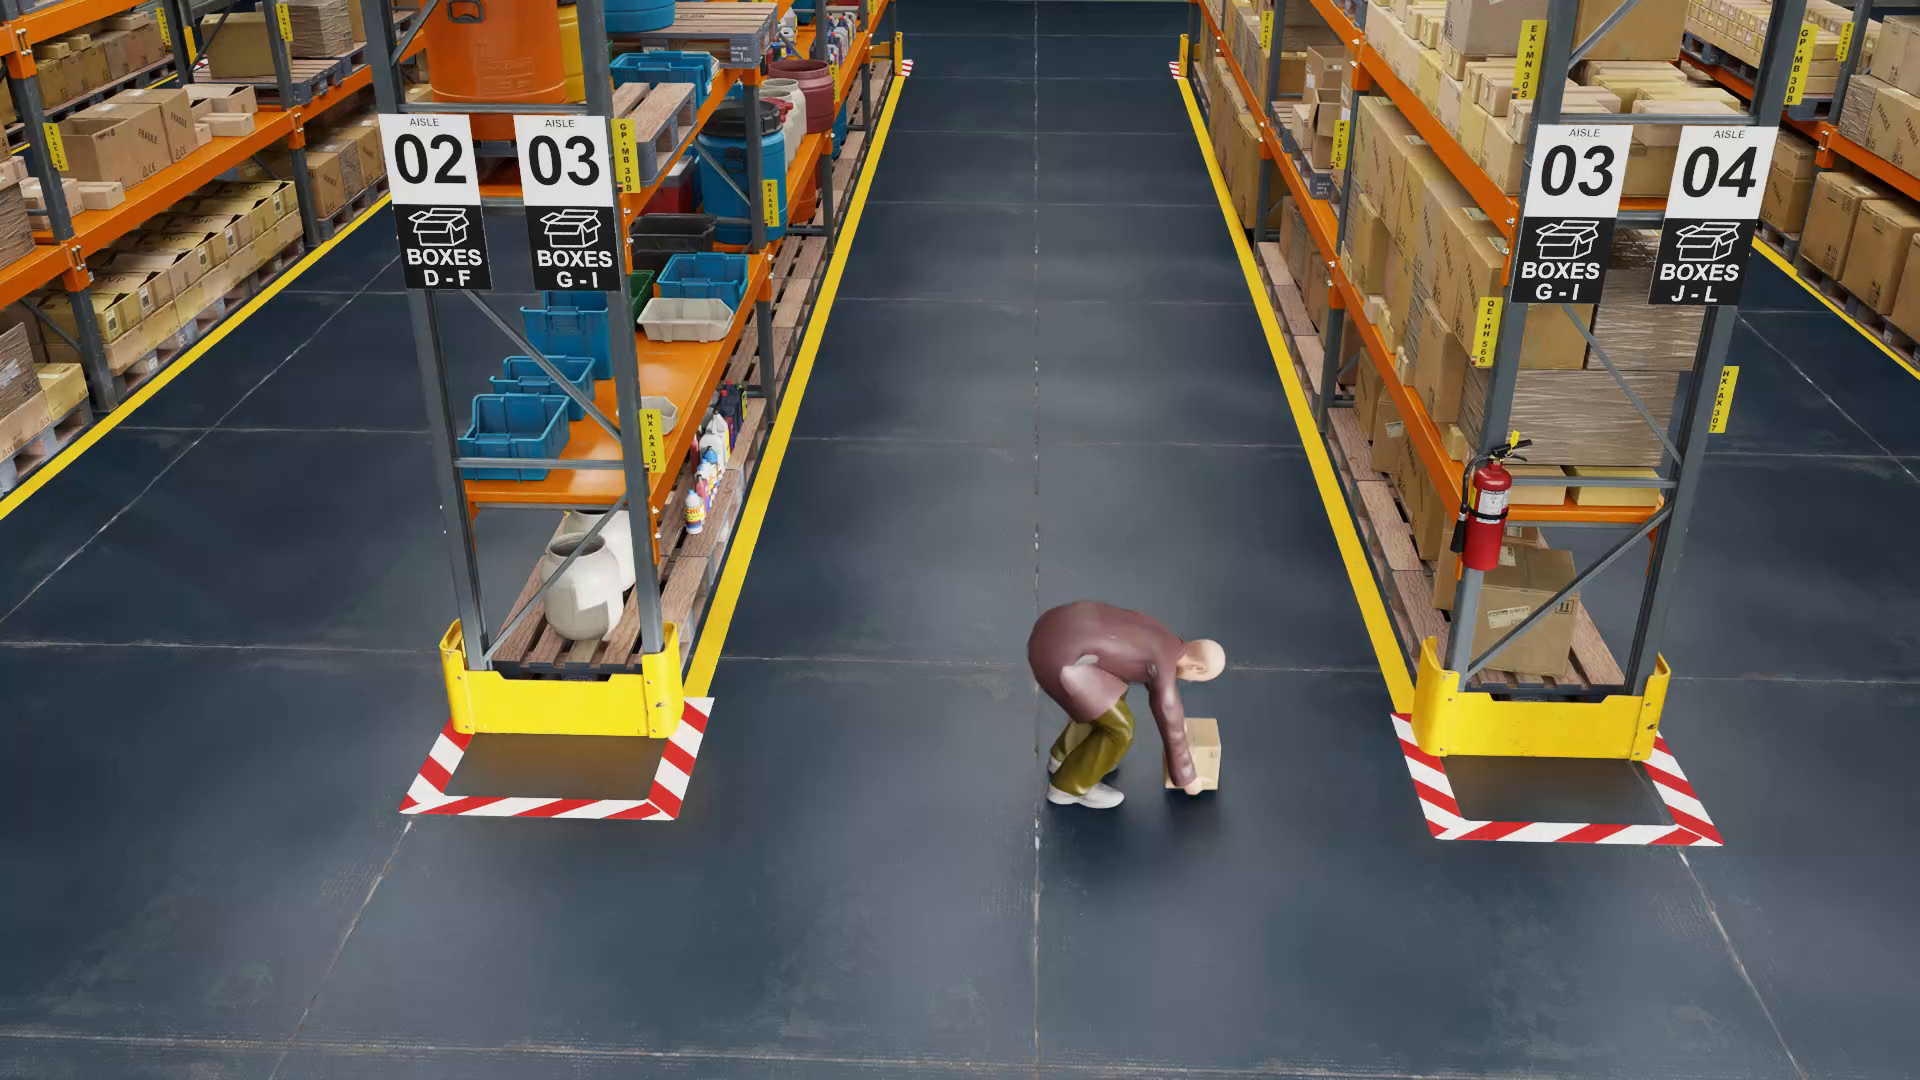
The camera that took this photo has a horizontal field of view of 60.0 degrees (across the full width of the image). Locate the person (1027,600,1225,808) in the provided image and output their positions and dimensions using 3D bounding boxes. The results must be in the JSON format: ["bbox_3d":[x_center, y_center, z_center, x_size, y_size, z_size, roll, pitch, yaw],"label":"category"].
[{"bbox_3d":[0.789,0.765,7.998,0.943,1.010,0.590,0,28,-1],"label":"person"}]
